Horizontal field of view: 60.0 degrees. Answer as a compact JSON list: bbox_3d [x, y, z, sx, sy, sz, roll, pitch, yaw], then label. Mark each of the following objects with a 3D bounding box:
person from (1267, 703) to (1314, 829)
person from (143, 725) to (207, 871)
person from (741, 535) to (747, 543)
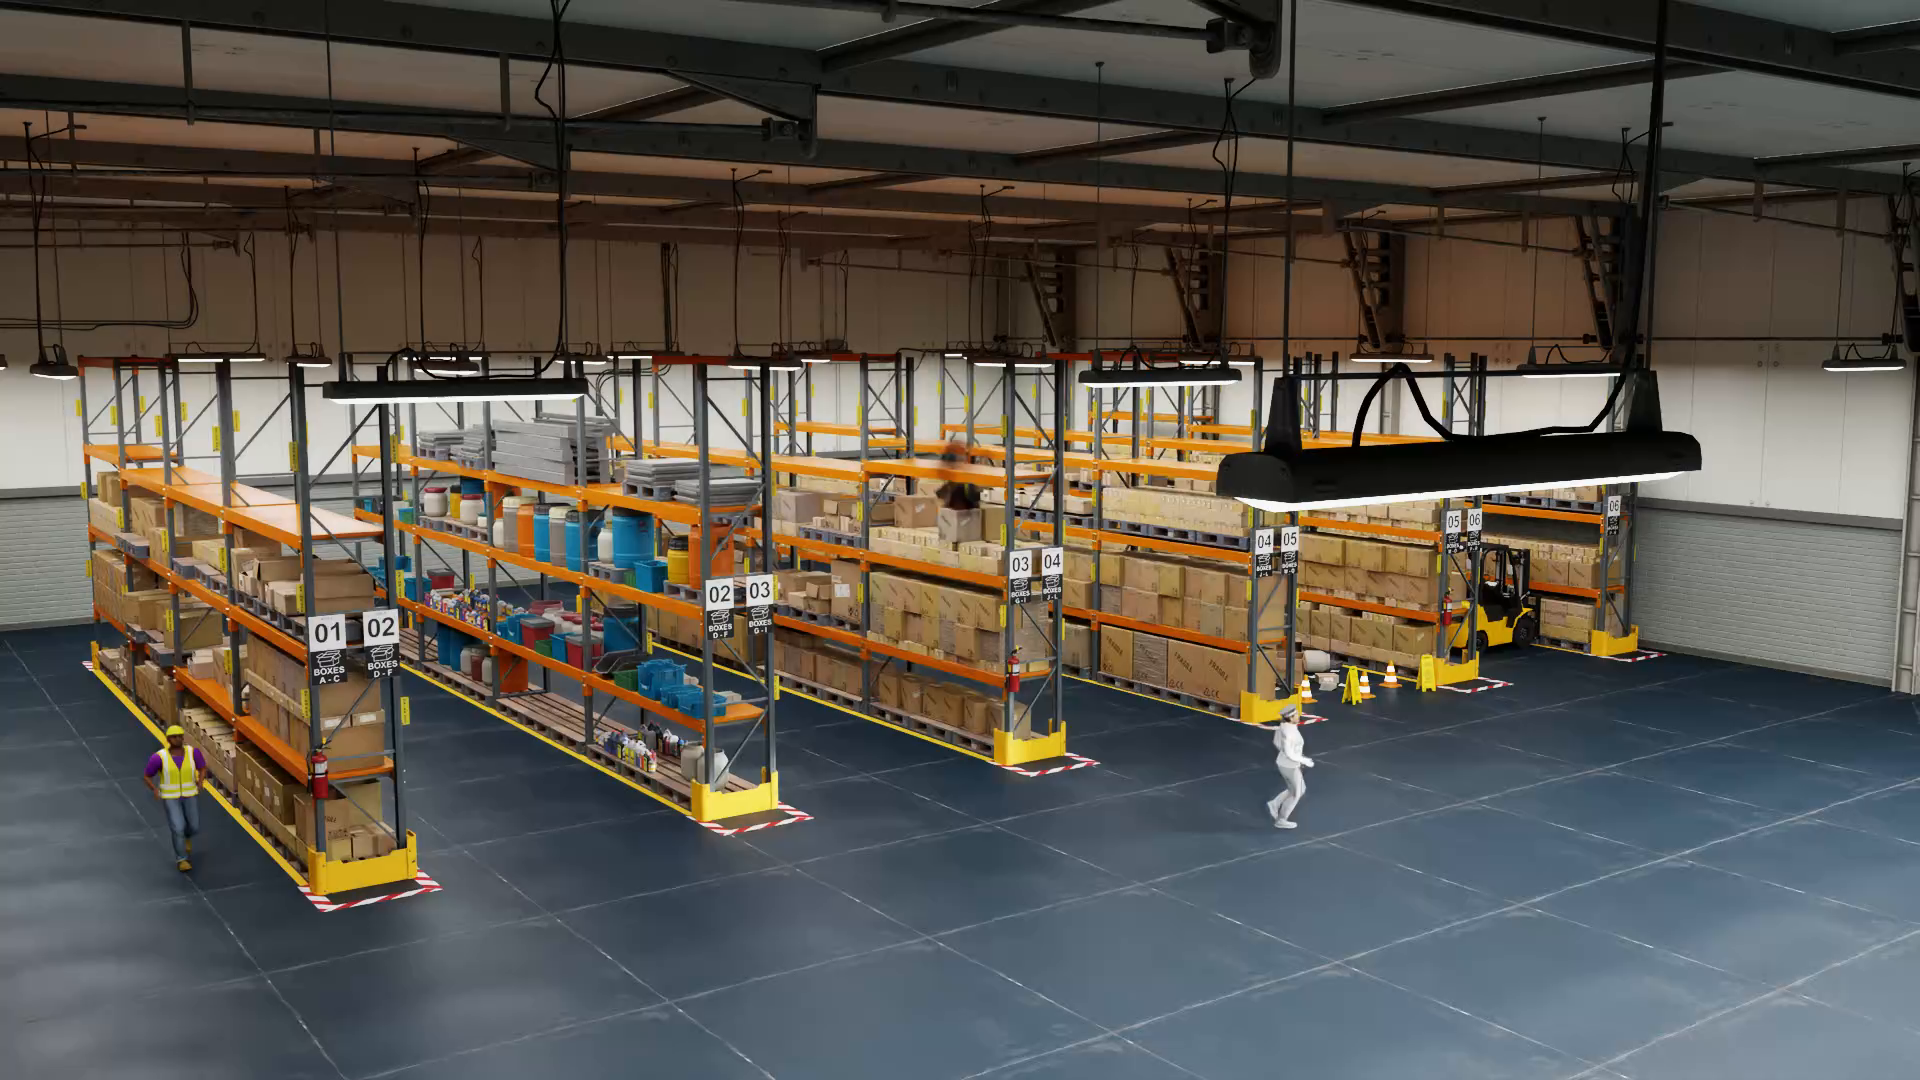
[{"bbox_3d":[4.275,2.916,21.466,0.519,1.646,0.592,0,7,0],"label":"person"},{"bbox_3d":[-9.381,3.066,19.941,0.704,1.723,0.696,-5,9,-37],"label":"person"},{"bbox_3d":[-5.332,0.607,40.611,0.650,1.628,0.519,4,8,31],"label":"person"}]
